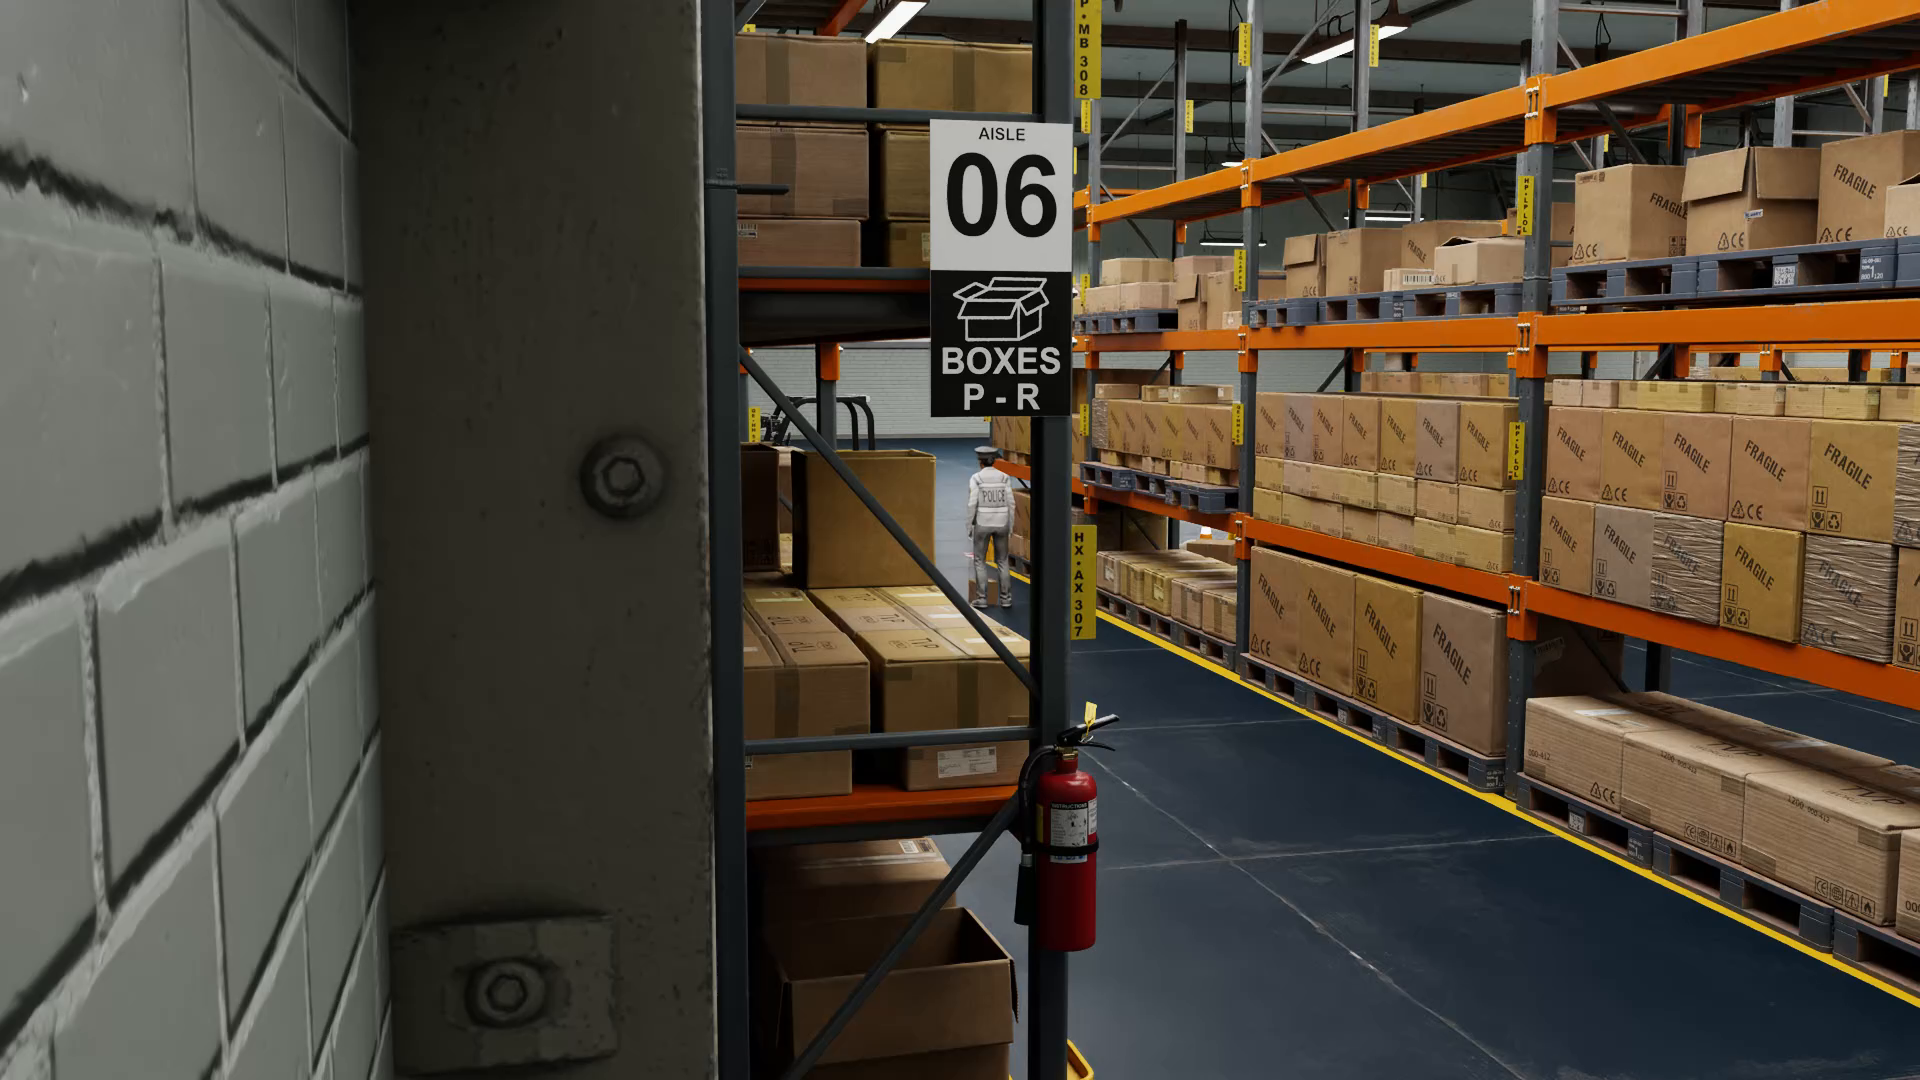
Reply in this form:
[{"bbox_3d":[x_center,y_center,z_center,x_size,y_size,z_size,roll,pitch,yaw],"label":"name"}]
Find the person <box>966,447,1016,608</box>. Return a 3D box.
[{"bbox_3d":[0.309,-0.127,17.144,0.529,1.661,0.375,-2,6,-16],"label":"person"}]
